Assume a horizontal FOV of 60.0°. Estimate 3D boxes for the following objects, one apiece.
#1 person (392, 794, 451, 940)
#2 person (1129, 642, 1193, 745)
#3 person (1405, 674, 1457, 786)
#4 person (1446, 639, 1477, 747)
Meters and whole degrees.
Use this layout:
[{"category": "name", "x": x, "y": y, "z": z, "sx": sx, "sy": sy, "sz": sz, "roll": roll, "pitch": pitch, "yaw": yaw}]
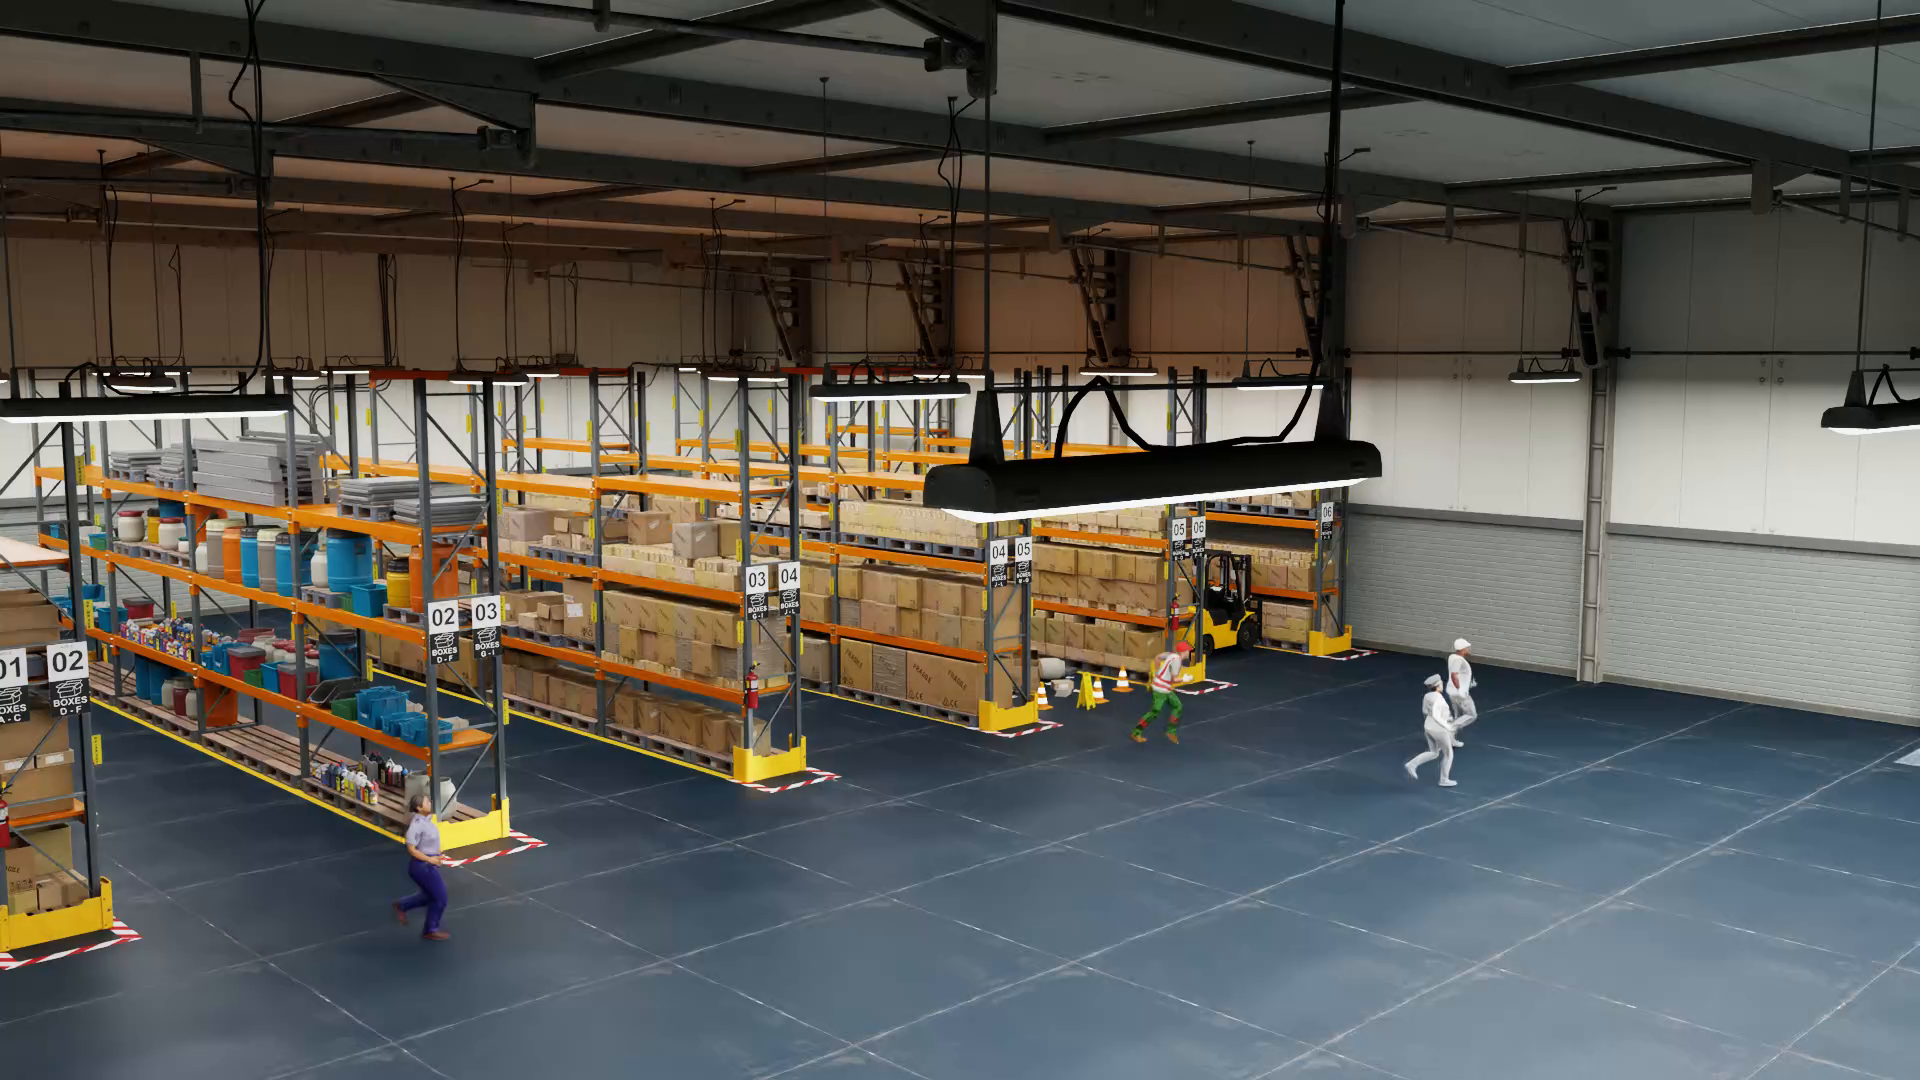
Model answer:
[{"category": "person", "x": -5.824, "y": 3.530, "z": 17.932, "sx": 0.582, "sy": 1.612, "sz": 0.607, "roll": -2, "pitch": 7, "yaw": -14}, {"category": "person", "x": 3.247, "y": 2.492, "z": 26.867, "sx": 1.011, "sy": 1.717, "sz": 0.705, "roll": 0, "pitch": 6, "yaw": -1}, {"category": "person", "x": 6.913, "y": 2.774, "z": 24.224, "sx": 0.748, "sy": 1.660, "sz": 0.625, "roll": -1, "pitch": 7, "yaw": -10}, {"category": "person", "x": 8.054, "y": 2.451, "z": 26.705, "sx": 0.581, "sy": 1.743, "sz": 0.690, "roll": 0, "pitch": 6, "yaw": 0}]
